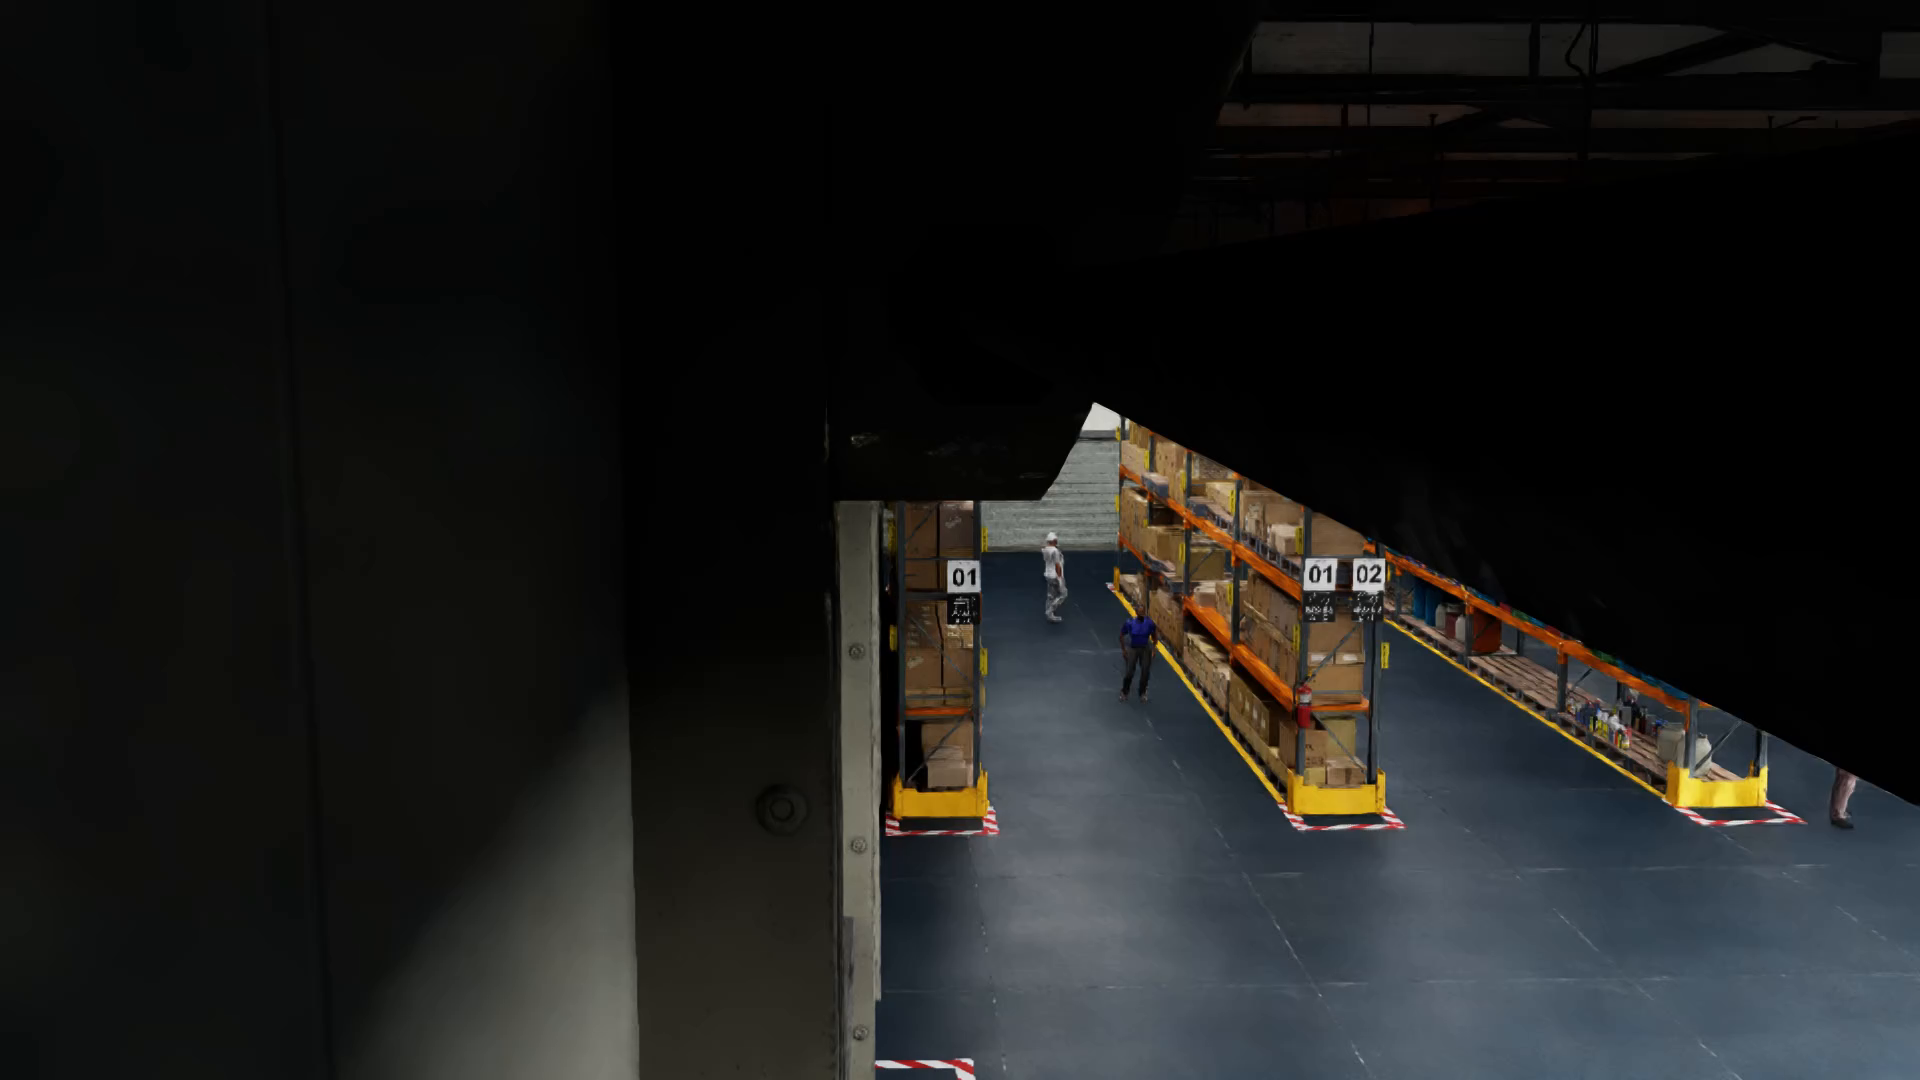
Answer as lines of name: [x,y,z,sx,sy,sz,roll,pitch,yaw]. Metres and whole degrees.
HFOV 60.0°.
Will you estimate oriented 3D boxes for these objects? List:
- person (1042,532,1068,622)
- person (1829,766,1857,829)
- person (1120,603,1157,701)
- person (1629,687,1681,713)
person: [1.836,0.733,32.797,0.444,1.781,0.604,-4,9,-26]
person: [10.760,2.577,20.135,0.388,1.724,0.681,1,8,9]
person: [2.819,1.767,26.331,0.592,1.604,0.518,-1,8,-5]
person: [10.716,1.799,25.568,0.671,1.727,0.773,-4,9,-25]
